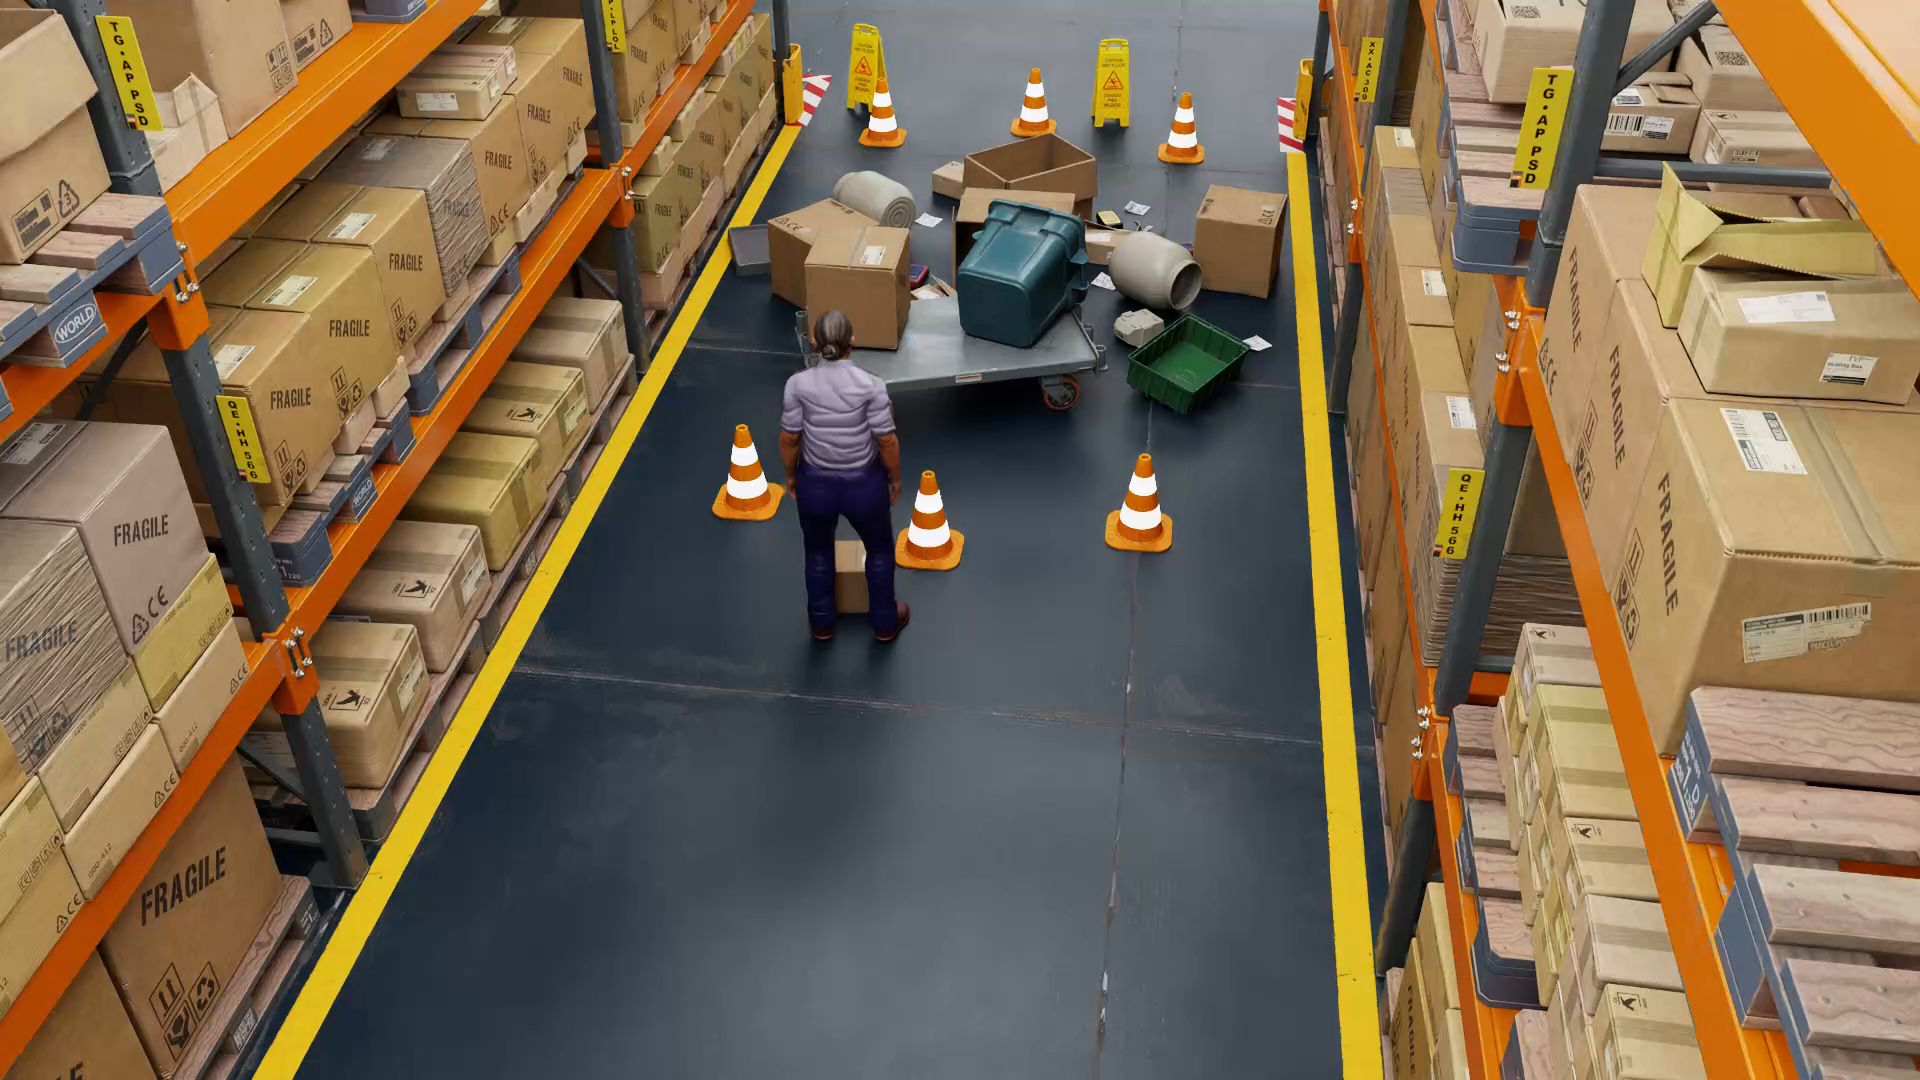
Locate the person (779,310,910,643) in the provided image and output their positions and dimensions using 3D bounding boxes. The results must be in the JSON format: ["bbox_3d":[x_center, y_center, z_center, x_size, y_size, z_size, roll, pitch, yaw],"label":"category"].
[{"bbox_3d":[-0.513,-0.258,7.394,0.538,1.652,0.336,2,36,3],"label":"person"}]
